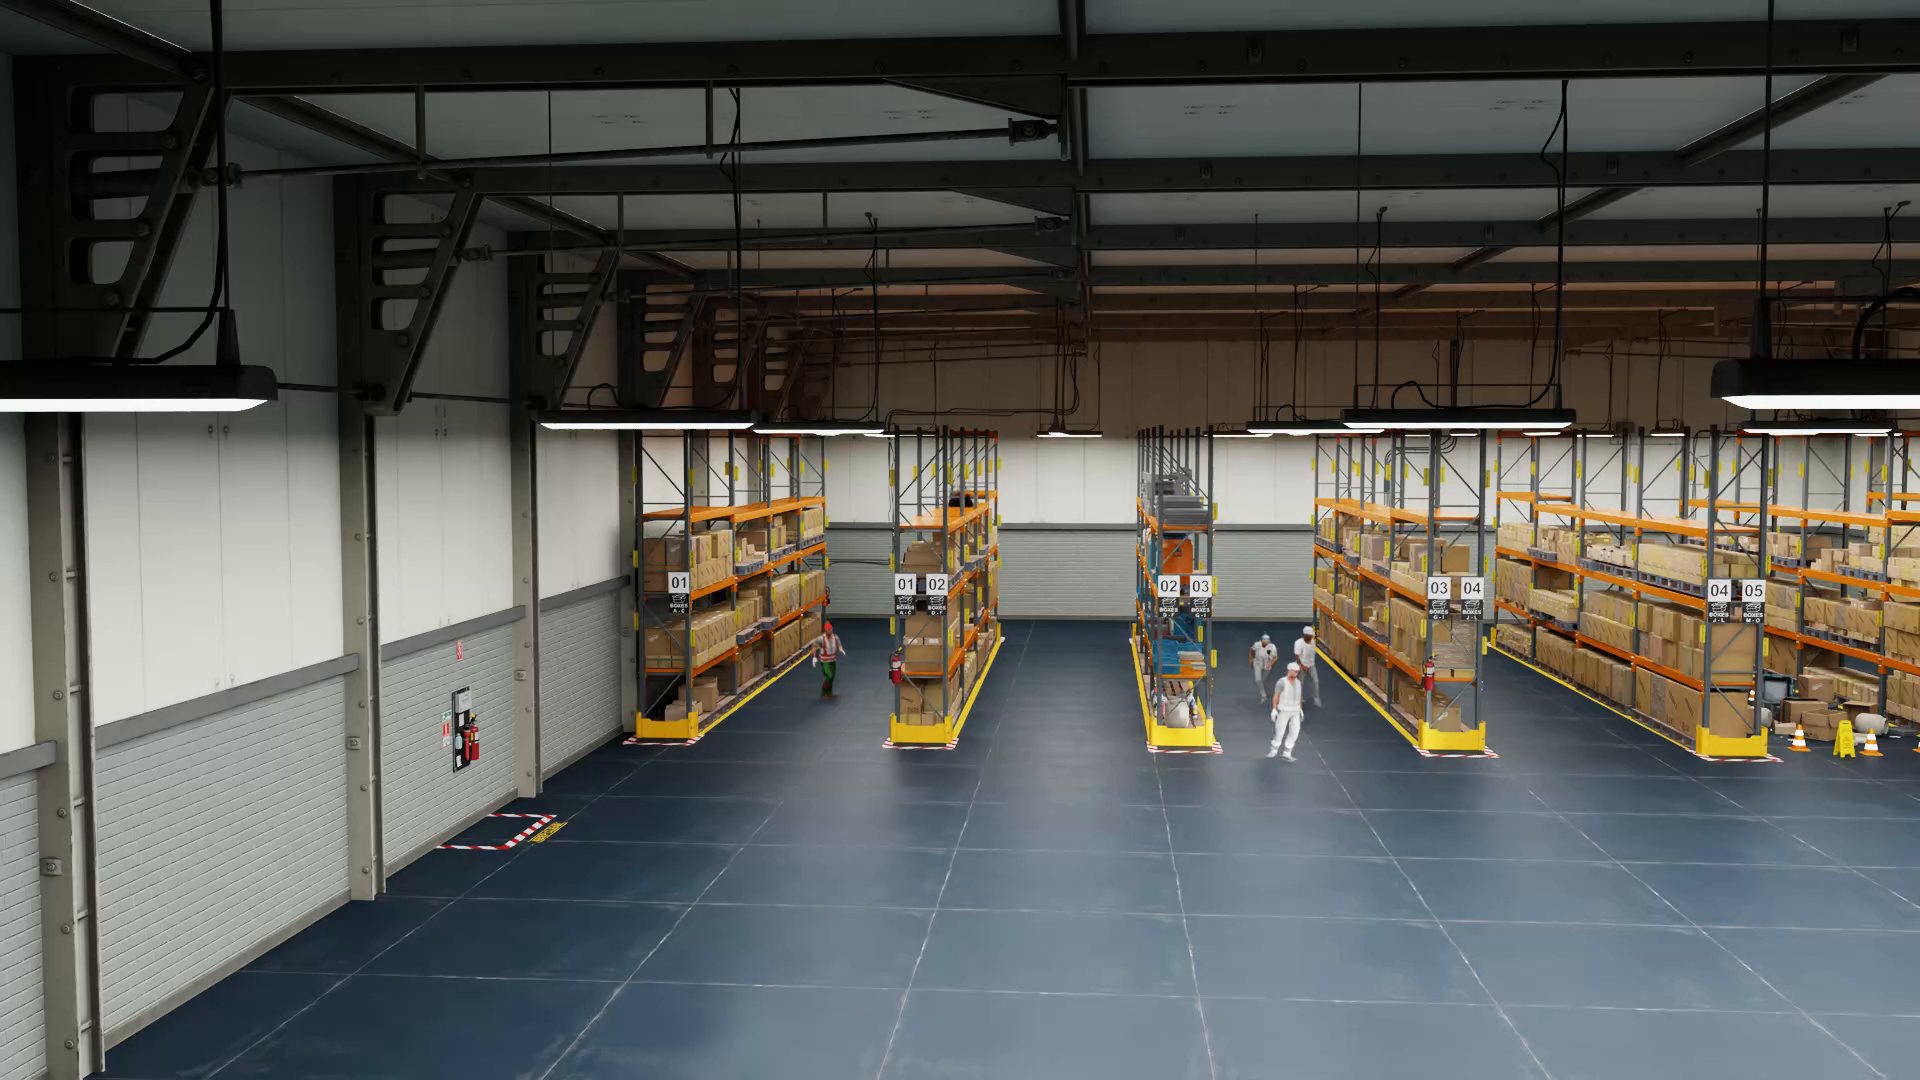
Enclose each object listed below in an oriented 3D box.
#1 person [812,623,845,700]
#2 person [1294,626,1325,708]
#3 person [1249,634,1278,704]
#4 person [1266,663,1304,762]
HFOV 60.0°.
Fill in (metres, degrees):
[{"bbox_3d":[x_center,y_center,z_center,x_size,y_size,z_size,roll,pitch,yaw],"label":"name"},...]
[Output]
[{"bbox_3d":[-2.874,2.686,36.698,0.681,1.738,0.813,-3,5,-44],"label":"person"},{"bbox_3d":[7.428,2.737,35.831,0.624,1.793,0.848,-1,4,-17],"label":"person"},{"bbox_3d":[6.634,2.760,36.395,0.611,1.490,1.053,0,3,6],"label":"person"},{"bbox_3d":[5.787,3.060,29.619,0.655,1.760,0.488,-1,4,-23],"label":"person"}]
